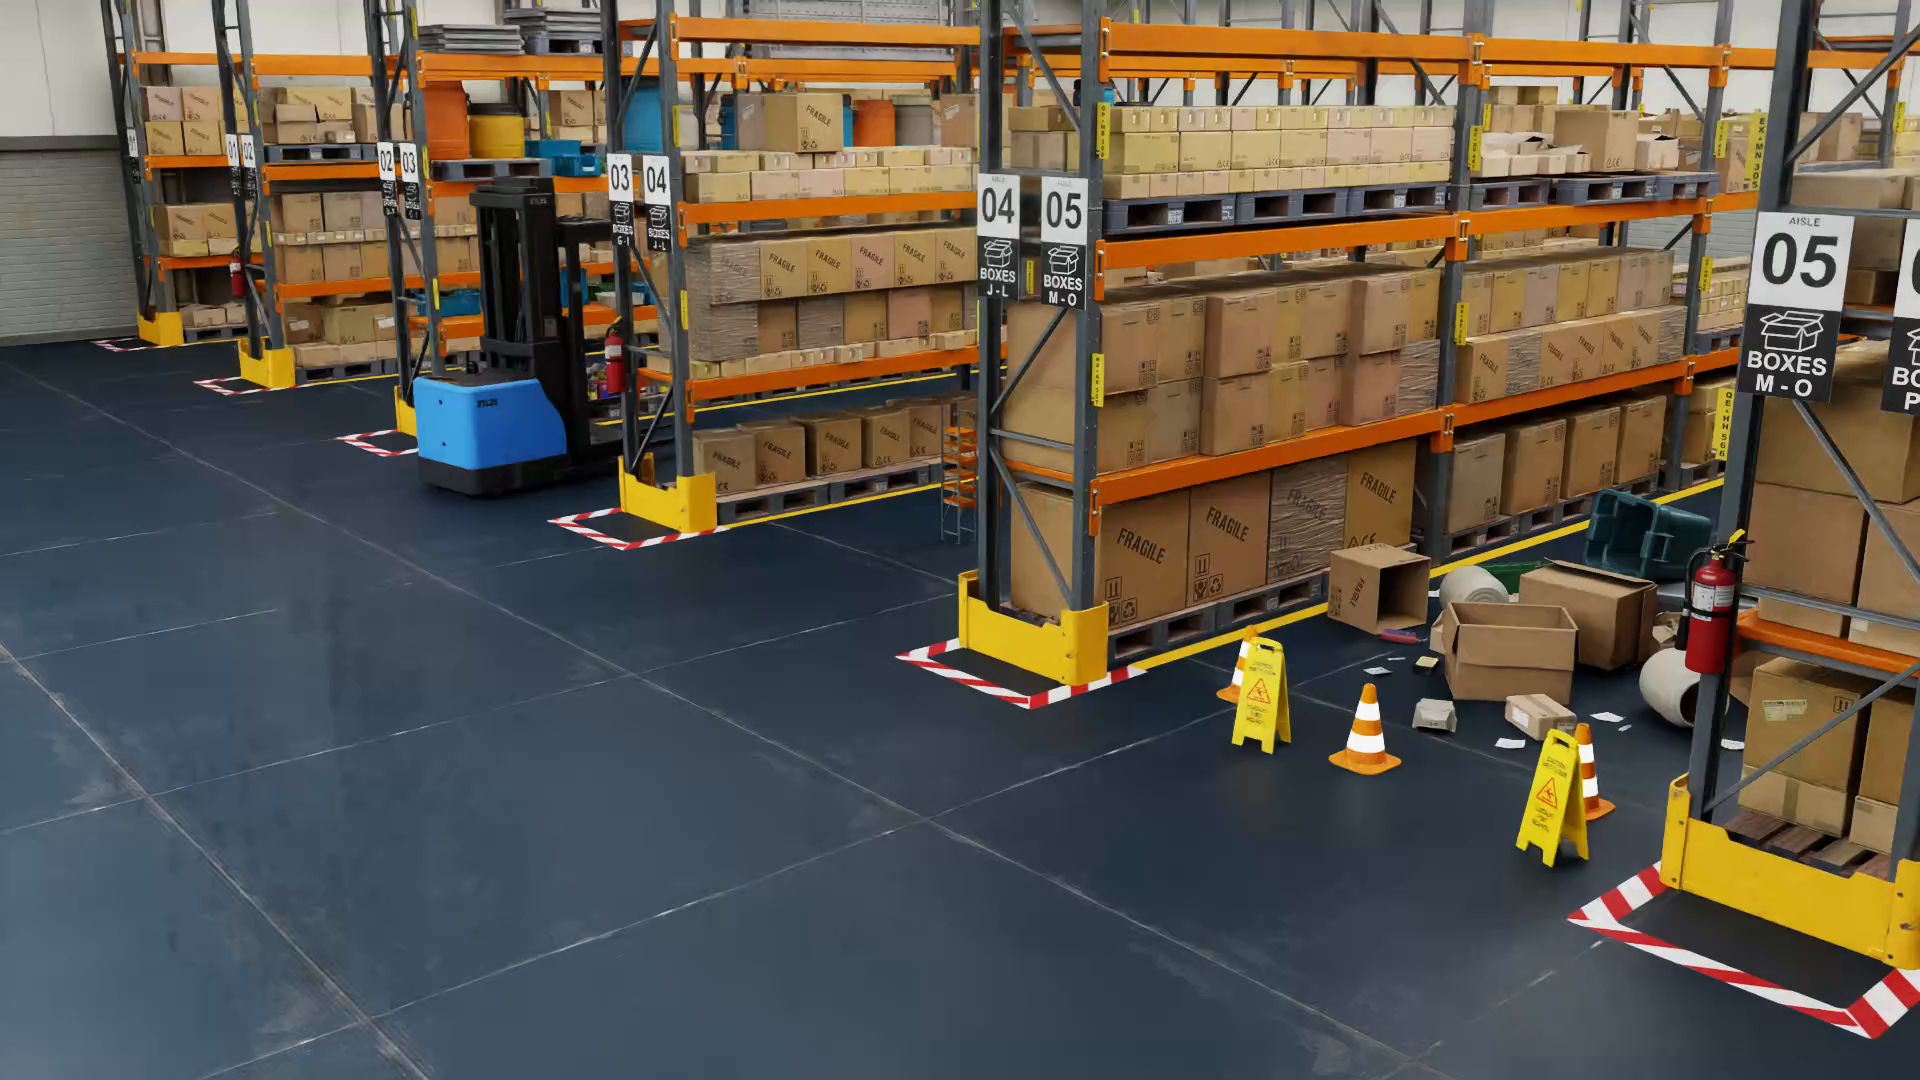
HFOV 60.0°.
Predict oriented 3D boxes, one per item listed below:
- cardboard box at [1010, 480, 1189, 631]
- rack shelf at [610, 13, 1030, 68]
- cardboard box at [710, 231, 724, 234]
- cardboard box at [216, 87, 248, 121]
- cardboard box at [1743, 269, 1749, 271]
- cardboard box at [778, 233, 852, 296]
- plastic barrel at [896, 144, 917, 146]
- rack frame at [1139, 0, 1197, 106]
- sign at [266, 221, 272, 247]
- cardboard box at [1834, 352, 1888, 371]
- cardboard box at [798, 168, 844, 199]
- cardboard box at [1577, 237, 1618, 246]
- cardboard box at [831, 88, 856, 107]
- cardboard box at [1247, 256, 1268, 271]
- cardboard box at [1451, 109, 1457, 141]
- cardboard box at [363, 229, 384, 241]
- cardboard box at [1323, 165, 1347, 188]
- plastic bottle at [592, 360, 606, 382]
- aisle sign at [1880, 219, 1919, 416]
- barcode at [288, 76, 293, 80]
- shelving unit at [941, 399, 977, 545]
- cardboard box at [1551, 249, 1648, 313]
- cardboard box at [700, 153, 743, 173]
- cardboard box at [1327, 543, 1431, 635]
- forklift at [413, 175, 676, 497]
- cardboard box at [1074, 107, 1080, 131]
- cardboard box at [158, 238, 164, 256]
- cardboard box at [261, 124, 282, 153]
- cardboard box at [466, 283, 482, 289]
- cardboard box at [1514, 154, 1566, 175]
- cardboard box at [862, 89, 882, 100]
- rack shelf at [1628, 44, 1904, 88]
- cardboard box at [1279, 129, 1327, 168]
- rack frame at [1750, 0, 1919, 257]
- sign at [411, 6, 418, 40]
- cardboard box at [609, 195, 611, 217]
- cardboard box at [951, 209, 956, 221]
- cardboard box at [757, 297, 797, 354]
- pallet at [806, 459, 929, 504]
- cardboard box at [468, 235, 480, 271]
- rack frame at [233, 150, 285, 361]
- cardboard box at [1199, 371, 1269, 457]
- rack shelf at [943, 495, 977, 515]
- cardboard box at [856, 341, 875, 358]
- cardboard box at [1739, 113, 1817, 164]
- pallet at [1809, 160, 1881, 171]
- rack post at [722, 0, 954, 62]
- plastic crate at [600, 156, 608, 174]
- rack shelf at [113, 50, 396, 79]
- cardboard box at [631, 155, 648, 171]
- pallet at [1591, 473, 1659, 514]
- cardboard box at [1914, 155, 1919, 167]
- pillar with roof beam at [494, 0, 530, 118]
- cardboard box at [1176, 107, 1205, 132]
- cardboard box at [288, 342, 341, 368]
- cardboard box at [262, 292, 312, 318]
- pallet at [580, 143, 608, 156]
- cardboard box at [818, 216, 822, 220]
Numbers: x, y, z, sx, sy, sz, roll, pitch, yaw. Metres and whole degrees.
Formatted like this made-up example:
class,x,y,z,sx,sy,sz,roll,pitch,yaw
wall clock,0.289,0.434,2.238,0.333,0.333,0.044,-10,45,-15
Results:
class,x,y,z,sx,sy,sz,roll,pitch,yaw
cardboard box,0.964,0.050,11.553,0.875,0.875,0.875,-13,19,-39
rack shelf,-1.175,-4.517,15.122,4.000,0.370,1.077,-13,19,-39
cardboard box,-3.951,-4.756,26.416,0.500,0.311,0.500,-13,20,-40
cardboard box,-11.198,-6.694,25.515,0.500,0.500,0.500,-12,19,-38
cardboard box,8.188,-2.675,16.972,0.250,0.149,0.380,-13,20,-40
cardboard box,-1.332,-2.512,15.134,0.500,0.500,0.500,-13,19,-39
plastic barrel,-0.706,-5.069,21.872,0.301,0.262,0.301,0,15,0
rack frame,3.117,-7.524,24.980,0.127,3.000,1.000,-13,19,-39
sign,-8.824,-3.905,21.226,0.005,0.325,0.100,-13,19,-39
cardboard box,4.450,-0.588,7.930,0.500,0.500,0.700,-12,19,-39
cardboard box,-1.390,-3.208,14.926,0.500,0.250,0.500,-13,20,-40
cardboard box,9.195,-4.276,24.162,0.500,0.250,0.500,-13,20,-40
cardboard box,-2.046,-7.139,27.220,0.500,0.500,0.500,-13,19,-39
cardboard box,3.561,-3.164,20.088,0.500,0.500,0.500,-12,19,-38
cardboard box,5.938,-5.262,21.315,0.500,0.500,0.700,-12,19,-38
cardboard box,-7.969,-4.119,22.408,0.250,0.149,0.380,-14,20,-41
cardboard box,2.488,-2.562,11.697,0.250,0.149,0.380,-13,20,-40
plastic bottle,-4.402,-2.012,20.249,0.185,0.351,0.144,-12,19,-37
aisle sign,3.978,-0.884,6.711,0.004,0.787,0.394,-13,19,-39
barcode,-10.752,-7.414,26.701,0.075,0.075,0.001,-13,19,-39
shelving unit,-0.011,-0.577,14.086,0.189,1.200,0.258,-13,19,-39
cardboard box,5.805,-2.372,15.188,0.500,0.500,0.700,-13,20,-40
cardboard box,-2.065,-3.225,14.215,0.250,0.149,0.380,-12,19,-38
cardboard box,3.016,0.346,11.982,0.500,0.500,0.500,-9,17,-30
forklift,-3.893,-2.136,16.569,1.130,2.935,3.031,13,20,41
cardboard box,0.716,-2.775,10.949,0.250,0.149,0.380,-13,19,-39
cardboard box,-12.213,-4.576,25.819,0.500,0.250,0.500,-12,19,-39
cardboard box,-10.814,-6.304,25.994,0.500,0.500,0.500,-11,19,-36
cardboard box,-8.520,-4.429,29.010,0.500,0.500,0.700,-13,20,-40
cardboard box,4.741,-3.089,13.669,0.250,0.149,0.380,-13,19,-39
cardboard box,-1.911,-8.784,33.339,0.500,0.500,0.500,-12,19,-39
rack shelf,8.039,-4.697,16.567,4.000,0.370,1.077,-13,19,-39
cardboard box,2.170,-2.706,11.462,0.500,0.250,0.500,-13,20,-40
rack frame,3.821,-2.598,6.537,0.127,3.000,1.000,-13,19,-39
sign,-5.577,-5.282,16.993,0.005,0.325,0.100,-13,19,-39
cardboard box,-6.220,-6.210,30.876,0.500,0.500,0.500,-12,19,-39
cardboard box,0.077,-5.773,29.858,0.500,0.500,0.500,-12,19,-38
cardboard box,-1.953,-2.016,15.216,0.500,0.500,0.875,-13,19,-39
pallet,-1.071,-0.630,16.201,1.213,0.211,1.003,-13,19,-39
cardboard box,-6.891,-4.117,23.655,0.500,0.500,0.700,-13,20,-40
rack frame,-9.184,-3.558,21.756,0.127,3.000,1.000,-13,19,-39
cardboard box,1.651,-0.958,11.732,0.550,0.550,0.875,-13,19,-39
rack shelf,-0.011,-0.302,14.159,0.180,0.103,0.258,-13,19,-39
cardboard box,-1.016,-1.812,15.709,0.250,0.149,0.380,-13,19,-39
cardboard box,8.297,-4.144,17.127,0.637,0.503,0.797,-13,20,-40
pallet,9.013,-3.953,17.789,1.003,0.211,1.213,-13,19,-39
rack post,-1.489,-6.616,21.192,3.121,1.000,1.013,-13,19,-39
plastic crate,-4.287,-4.403,19.519,0.450,0.188,0.336,-13,19,-39
rack shelf,-10.930,-7.409,25.952,4.000,0.370,1.077,-13,19,-39
cardboard box,-2.679,-3.306,14.518,0.250,0.149,0.380,-13,19,-39
pallet,5.887,-0.535,15.843,1.213,0.211,1.003,-13,19,-39
cardboard box,10.443,-4.169,18.523,0.500,0.250,0.500,-13,20,-40
pillar with roof beam,-5.126,-7.885,26.332,0.400,9.000,9.100,-13,19,-39
cardboard box,1.339,-2.690,10.631,0.250,0.149,0.380,-13,20,-40
cardboard box,-8.633,-2.480,22.235,0.500,0.250,0.500,-13,19,-39
cardboard box,-10.841,-3.837,26.794,0.500,0.500,0.700,-14,21,-43
pallet,-5.510,-5.744,24.500,1.217,0.209,0.805,-14,20,-42
cardboard box,-2.966,-6.788,33.268,0.700,0.700,0.980,-12,19,-39
